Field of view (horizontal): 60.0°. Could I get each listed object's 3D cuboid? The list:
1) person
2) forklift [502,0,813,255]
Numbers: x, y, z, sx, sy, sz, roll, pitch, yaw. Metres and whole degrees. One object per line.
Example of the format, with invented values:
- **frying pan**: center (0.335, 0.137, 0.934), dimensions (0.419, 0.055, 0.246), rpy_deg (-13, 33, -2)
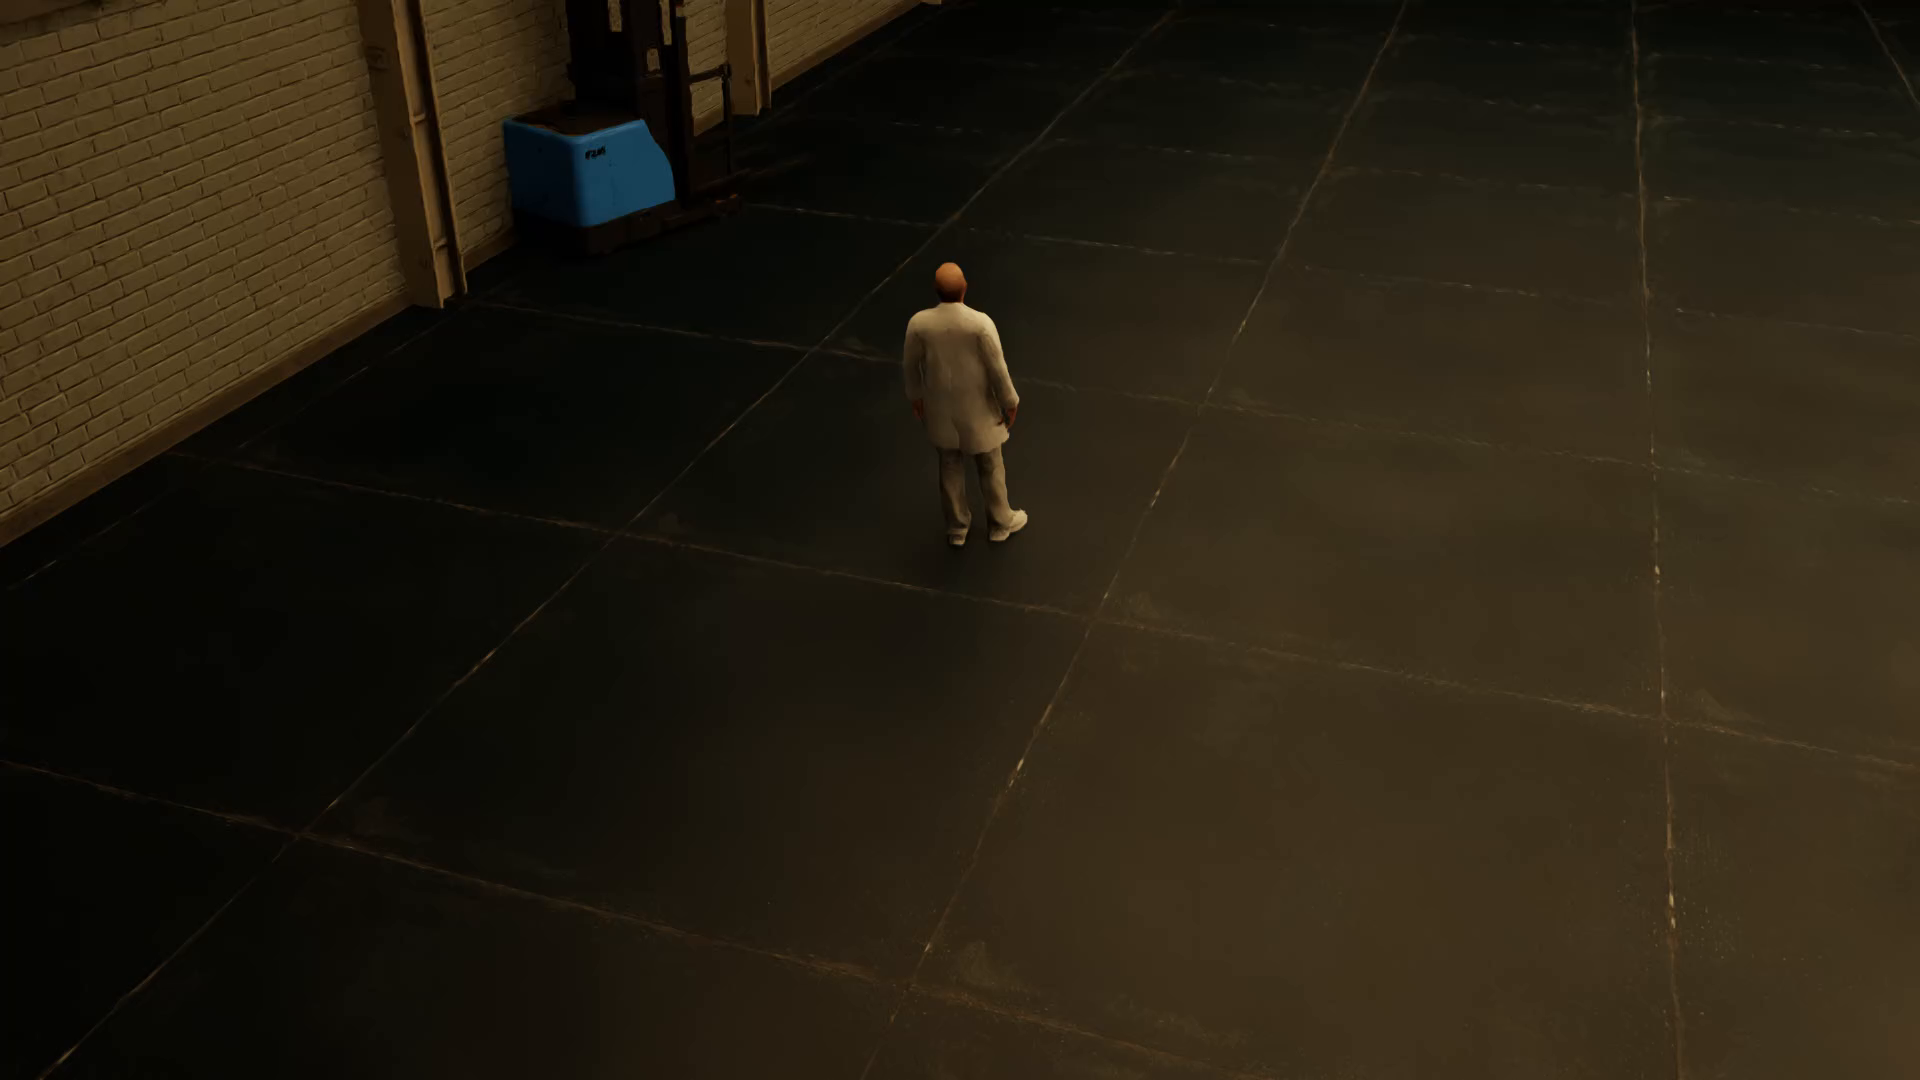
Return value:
- **person**: center (0.034, -0.821, 9.726), dimensions (0.694, 1.776, 0.579), rpy_deg (10, 31, 16)
- **forklift**: center (-2.644, -4.376, 14.813), dimensions (1.130, 2.935, 3.031), rpy_deg (22, 36, 33)
